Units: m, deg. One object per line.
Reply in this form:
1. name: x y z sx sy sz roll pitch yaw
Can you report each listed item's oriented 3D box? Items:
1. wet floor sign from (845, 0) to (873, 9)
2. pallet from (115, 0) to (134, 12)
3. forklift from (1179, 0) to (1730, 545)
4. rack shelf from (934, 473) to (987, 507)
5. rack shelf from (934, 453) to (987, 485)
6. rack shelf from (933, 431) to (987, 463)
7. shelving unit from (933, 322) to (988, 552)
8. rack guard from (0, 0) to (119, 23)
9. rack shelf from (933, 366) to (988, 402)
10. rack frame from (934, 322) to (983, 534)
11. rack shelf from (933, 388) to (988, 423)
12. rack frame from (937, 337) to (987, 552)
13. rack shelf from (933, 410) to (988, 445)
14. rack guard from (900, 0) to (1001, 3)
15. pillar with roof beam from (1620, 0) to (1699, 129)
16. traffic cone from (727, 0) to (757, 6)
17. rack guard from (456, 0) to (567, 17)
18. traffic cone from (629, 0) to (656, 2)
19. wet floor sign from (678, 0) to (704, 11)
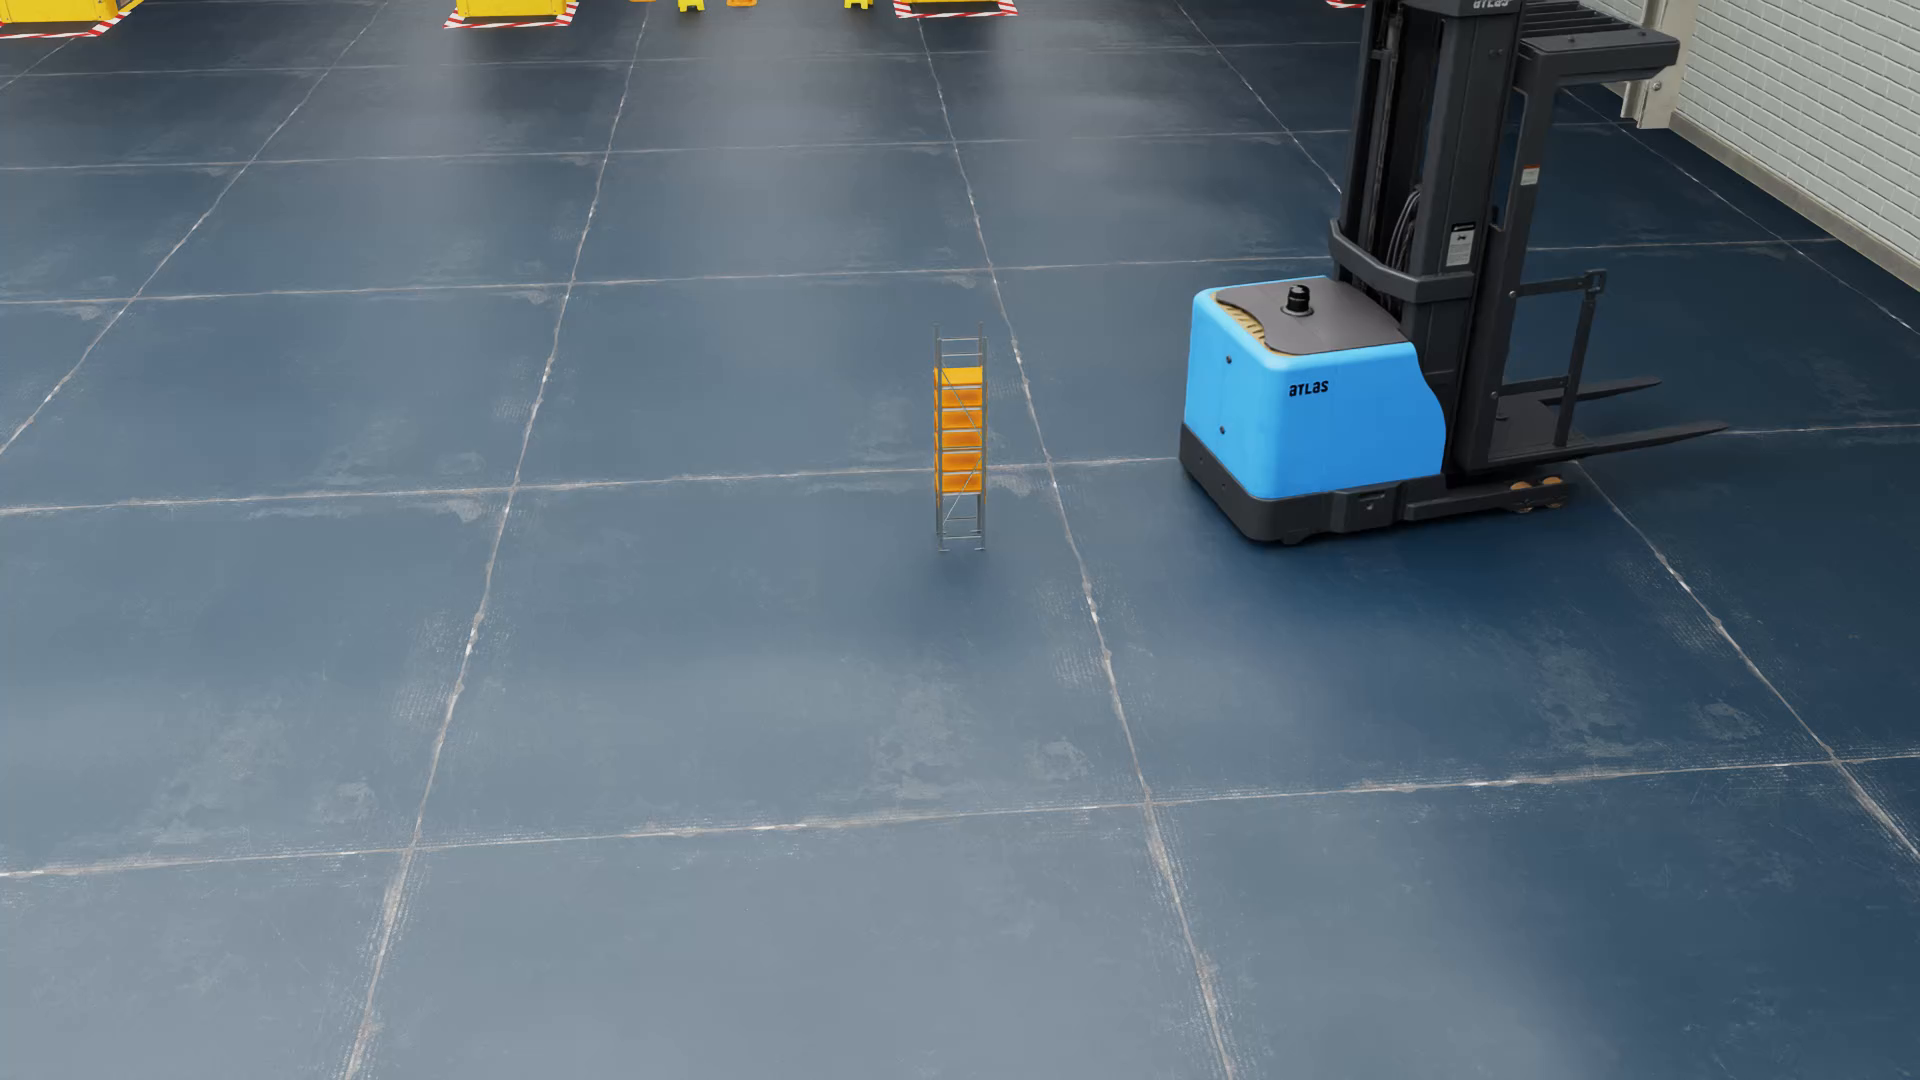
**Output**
1. wet floor sign: -1.149 -6.355 18.761 0.267 0.644 0.232 8 32 13
2. pallet: -10.016 -6.298 19.088 1.003 0.211 1.213 -3 31 -5
3. forklift: 2.809 -1.655 8.662 3.031 2.935 1.130 -9 32 -14
4. rack shelf: 0.001 -0.264 8.576 0.258 0.103 0.180 -3 31 -5
5. rack shelf: 0.001 -0.367 8.514 0.258 0.103 0.180 -3 31 -5
6. rack shelf: 0.001 -0.470 8.453 0.258 0.103 0.180 -3 31 -5
7. shelving unit: 0.001 -0.508 8.430 0.258 1.200 0.189 -3 31 -5
8. rack guard: -9.975 -6.005 18.316 1.175 0.500 0.348 -3 31 -5
9. rack shelf: 0.001 -0.779 8.268 0.258 0.103 0.180 -3 31 -5
10. rack frame: -0.007 -0.554 8.508 0.240 1.200 0.006 -3 31 -5
11. rack shelf: 0.001 -0.676 8.330 0.258 0.103 0.180 -3 31 -5
12. rack frame: 0.010 -0.461 8.352 0.240 1.200 0.006 -3 31 -5
13. rack shelf: 0.001 -0.573 8.391 0.258 0.103 0.180 -3 31 -5
14. rack guard: -0.109 -6.480 19.111 1.175 0.500 0.348 -3 31 -5
15. pillar with roof beam: 1.947 -7.459 12.462 9.100 9.000 0.400 -3 31 -5
16. traffic cone: -2.500 -6.356 18.940 0.336 0.463 0.334 -3 31 -5
17. rack guard: -5.018 -6.140 18.542 1.175 0.500 0.348 -3 31 -5
18. traffic cone: -3.656 -6.476 19.140 0.336 0.463 0.334 -3 31 -5
19. wet floor sign: -3.046 -6.295 18.660 0.267 0.644 0.232 -8 32 -13
